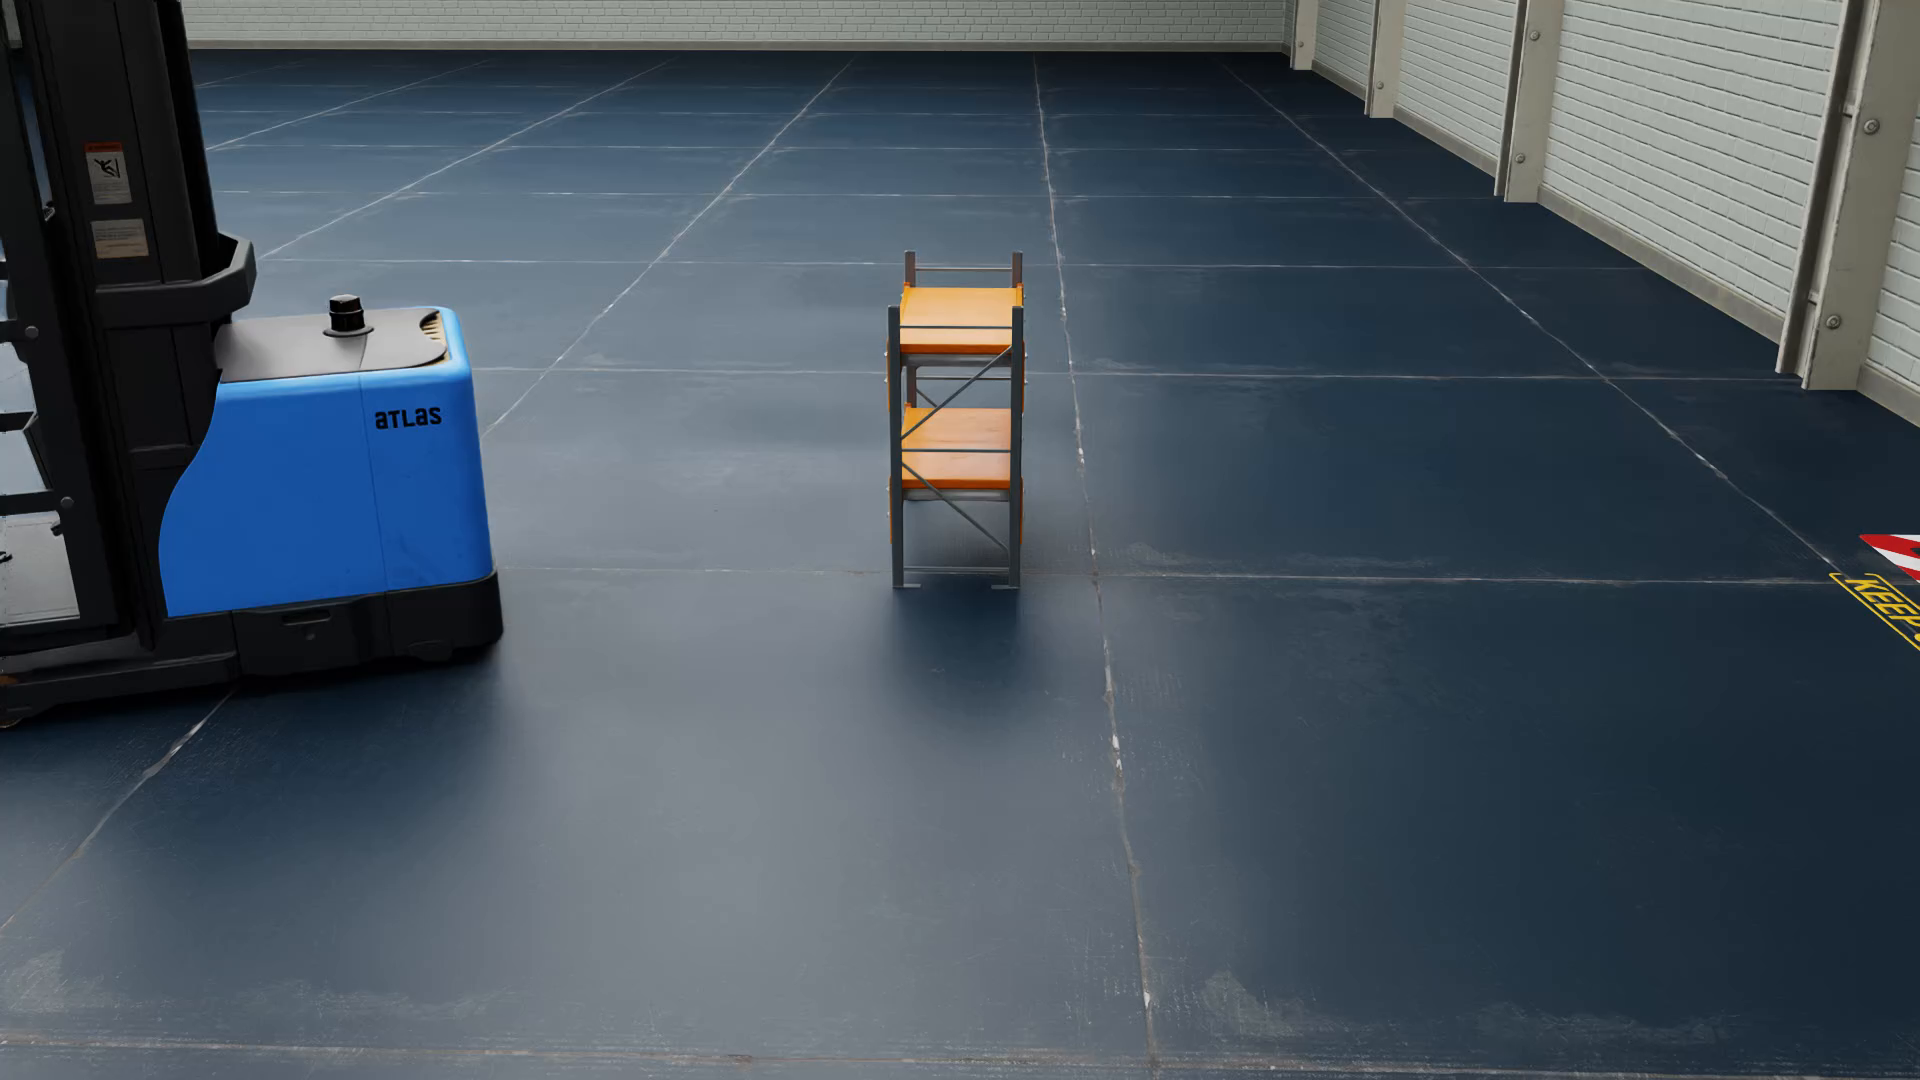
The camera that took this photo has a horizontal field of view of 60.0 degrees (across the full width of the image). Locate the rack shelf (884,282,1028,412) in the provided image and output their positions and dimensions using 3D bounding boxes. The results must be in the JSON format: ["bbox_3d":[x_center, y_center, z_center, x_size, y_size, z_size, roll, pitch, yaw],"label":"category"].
[{"bbox_3d":[0.000,-0.795,6.713,0.538,0.278,1.000,1,21,2],"label":"rack shelf"}]

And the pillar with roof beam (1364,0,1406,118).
[{"bbox_3d":[0.882,-9.481,19.023,9.100,9.000,0.400,1,21,2],"label":"pillar with roof beam"}]

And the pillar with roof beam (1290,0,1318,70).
[{"bbox_3d":[1.064,-11.650,24.614,9.100,9.000,0.400,1,21,2],"label":"pillar with roof beam"}]

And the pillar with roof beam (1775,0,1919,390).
[{"bbox_3d":[0.517,-5.142,7.840,9.100,9.000,0.400,1,21,2],"label":"pillar with roof beam"}]

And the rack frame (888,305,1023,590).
[{"bbox_3d":[-0.016,-0.338,6.345,0.500,1.125,0.032,1,21,2],"label":"rack frame"}]

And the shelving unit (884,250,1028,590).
[{"bbox_3d":[0.000,-0.522,6.819,0.538,1.125,1.048,1,21,2],"label":"shelving unit"}]

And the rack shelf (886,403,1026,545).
[{"bbox_3d":[0.000,-0.294,6.908,0.538,0.278,1.000,1,21,2],"label":"rack shelf"}]

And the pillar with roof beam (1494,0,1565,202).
[{"bbox_3d":[0.699,-7.311,13.432,9.100,9.000,0.400,1,21,2],"label":"pillar with roof beam"}]

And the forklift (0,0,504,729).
[{"bbox_3d":[-3.215,-0.942,5.405,3.031,2.935,1.130,-7,22,-17],"label":"forklift"}]

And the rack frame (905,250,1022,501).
[{"bbox_3d":[0.015,-0.706,7.293,0.500,1.125,0.032,1,21,2],"label":"rack frame"}]
